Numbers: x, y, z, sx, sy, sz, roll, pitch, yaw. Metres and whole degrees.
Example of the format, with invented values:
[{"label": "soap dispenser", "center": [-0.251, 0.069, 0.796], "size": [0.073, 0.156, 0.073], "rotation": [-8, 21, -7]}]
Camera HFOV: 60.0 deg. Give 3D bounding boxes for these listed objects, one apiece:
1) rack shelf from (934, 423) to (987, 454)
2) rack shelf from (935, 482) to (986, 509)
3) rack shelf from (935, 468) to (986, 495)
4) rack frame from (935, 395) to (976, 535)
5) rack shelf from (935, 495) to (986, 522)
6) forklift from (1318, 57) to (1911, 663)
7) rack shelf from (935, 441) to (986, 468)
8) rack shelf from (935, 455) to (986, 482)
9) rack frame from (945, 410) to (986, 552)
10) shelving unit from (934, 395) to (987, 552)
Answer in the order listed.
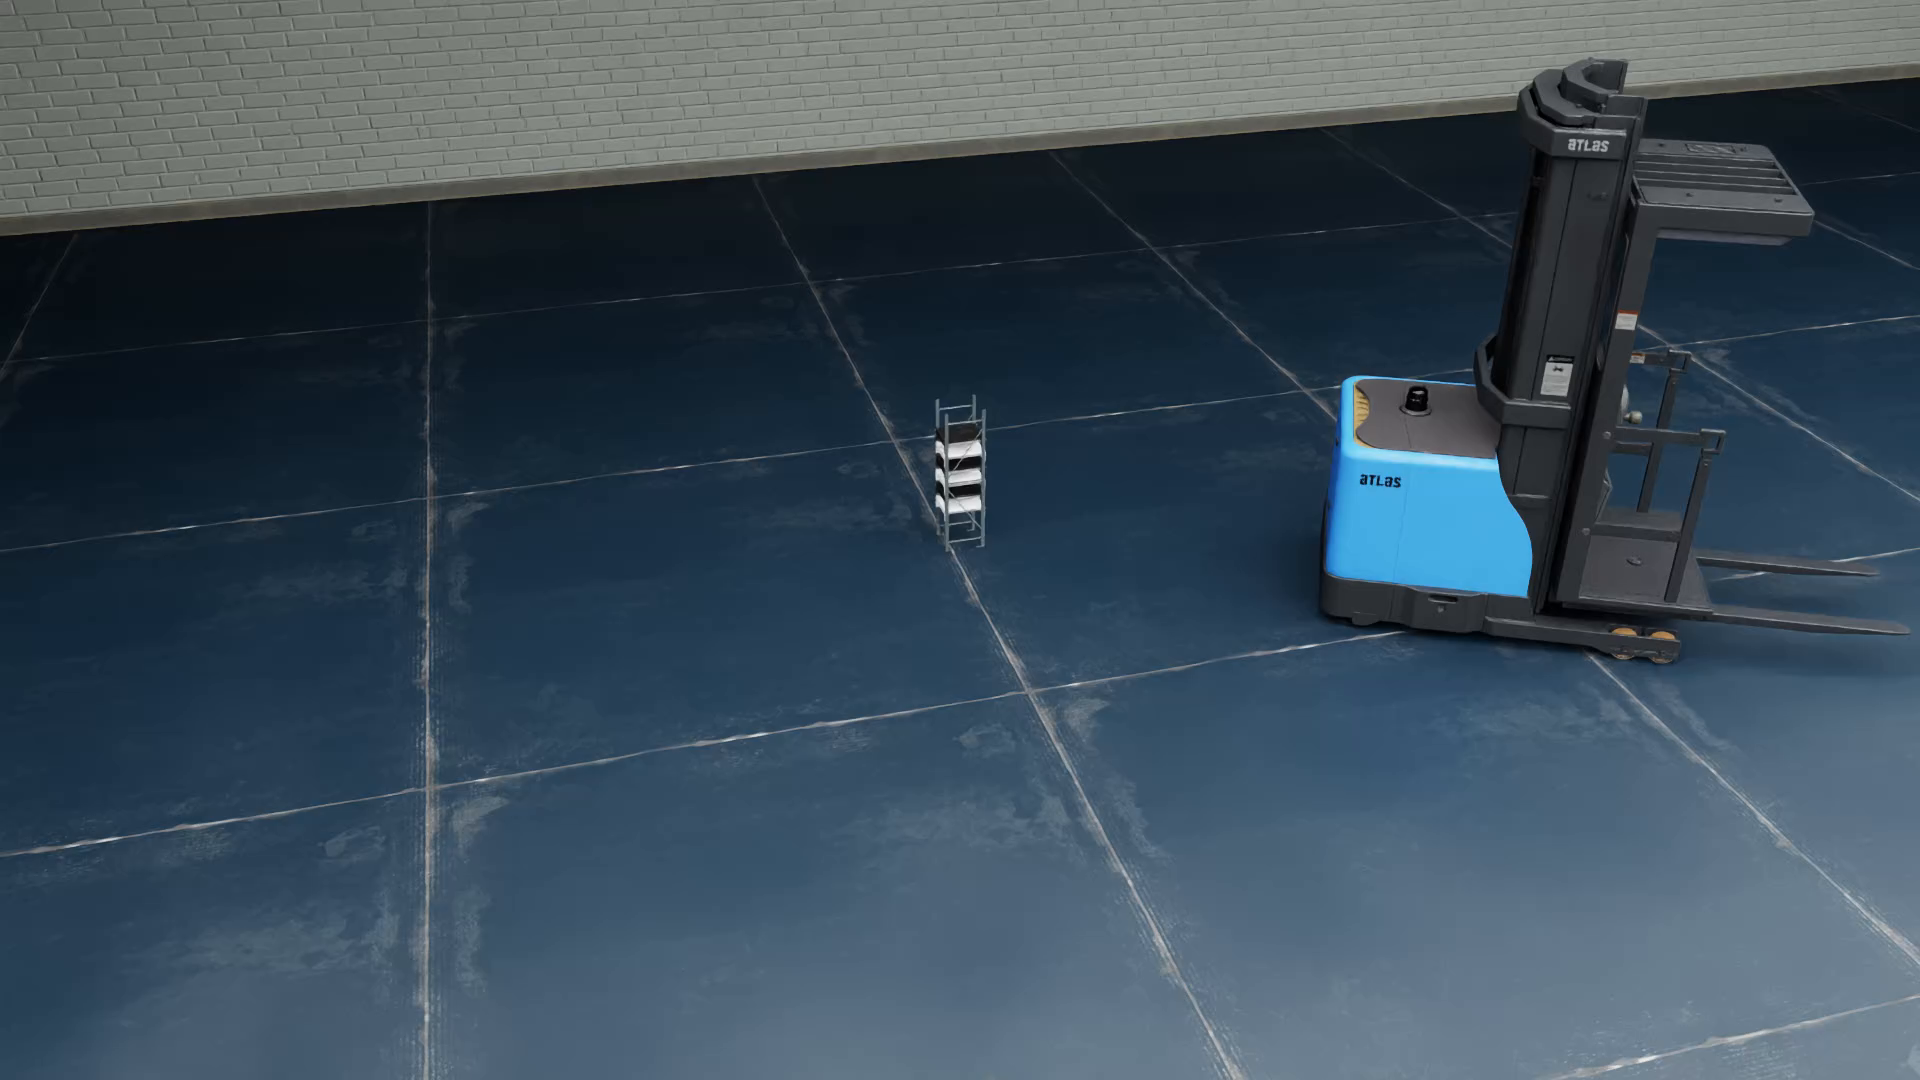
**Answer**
[{"label": "rack shelf", "center": [0.002, -0.590, 9.630], "size": [0.258, 0.077, 0.200], "rotation": [-8, 31, -13]}, {"label": "rack shelf", "center": [0.002, -0.279, 9.811], "size": [0.258, 0.077, 0.200], "rotation": [-8, 31, -13]}, {"label": "rack shelf", "center": [0.002, -0.357, 9.766], "size": [0.258, 0.077, 0.200], "rotation": [-8, 31, -13]}, {"label": "rack frame", "center": [-0.025, -0.435, 9.834], "size": [0.240, 0.900, 0.006], "rotation": [-8, 31, -13]}, {"label": "rack shelf", "center": [0.002, -0.201, 9.856], "size": [0.258, 0.077, 0.200], "rotation": [-8, 31, -13]}, {"label": "forklift", "center": [3.557, -0.903, 8.616], "size": [3.031, 2.935, 1.130], "rotation": [6, 31, 10]}, {"label": "rack shelf", "center": [0.002, -0.512, 9.675], "size": [0.258, 0.077, 0.200], "rotation": [-8, 31, -13]}, {"label": "rack shelf", "center": [0.002, -0.435, 9.720], "size": [0.258, 0.077, 0.200], "rotation": [-8, 31, -13]}, {"label": "rack frame", "center": [0.029, -0.336, 9.664], "size": [0.240, 0.900, 0.006], "rotation": [-8, 31, -13]}, {"label": "shelving unit", "center": [0.002, -0.386, 9.749], "size": [0.258, 0.900, 0.210], "rotation": [-8, 31, -13]}]
